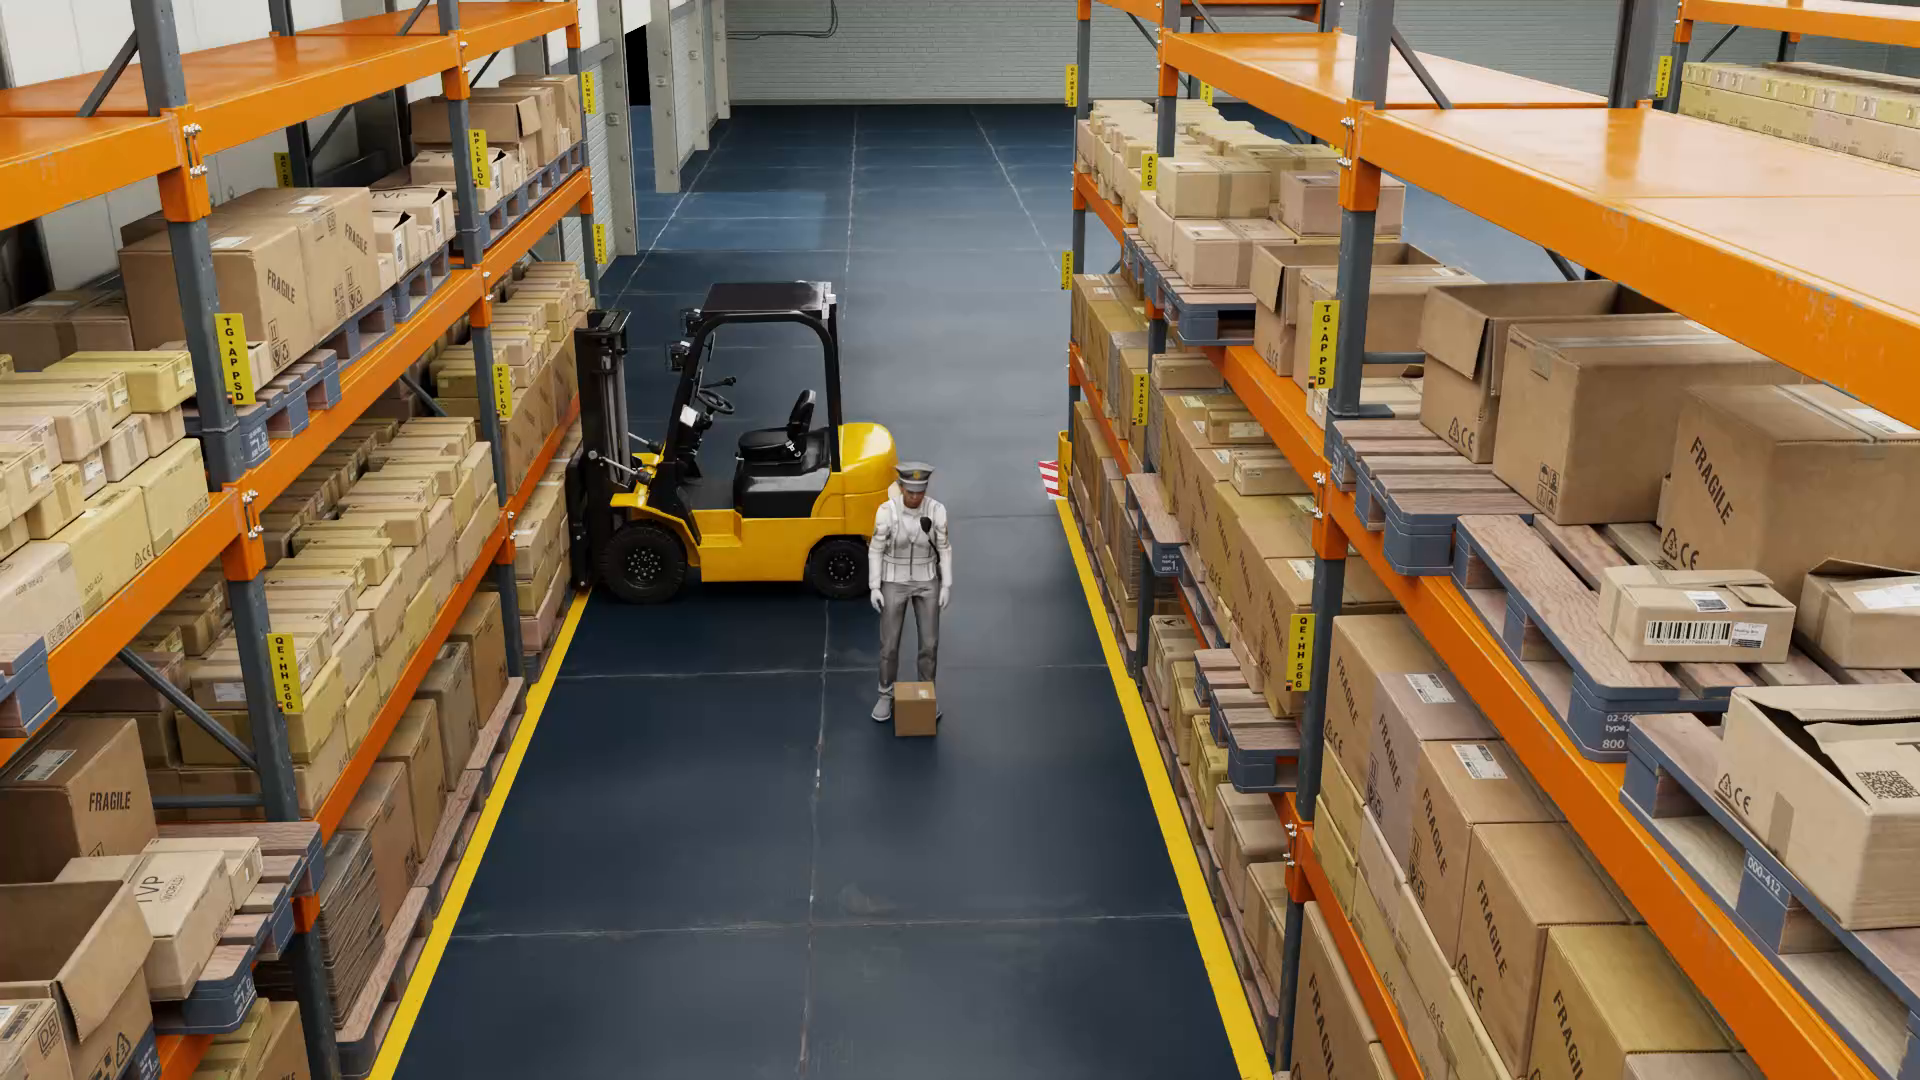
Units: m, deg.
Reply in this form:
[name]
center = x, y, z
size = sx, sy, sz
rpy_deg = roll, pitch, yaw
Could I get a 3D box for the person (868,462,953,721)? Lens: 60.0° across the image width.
[person]
center = -0.305, 0.301, 10.269
size = 0.529, 1.664, 0.371
rpy_deg = -1, 21, -3
